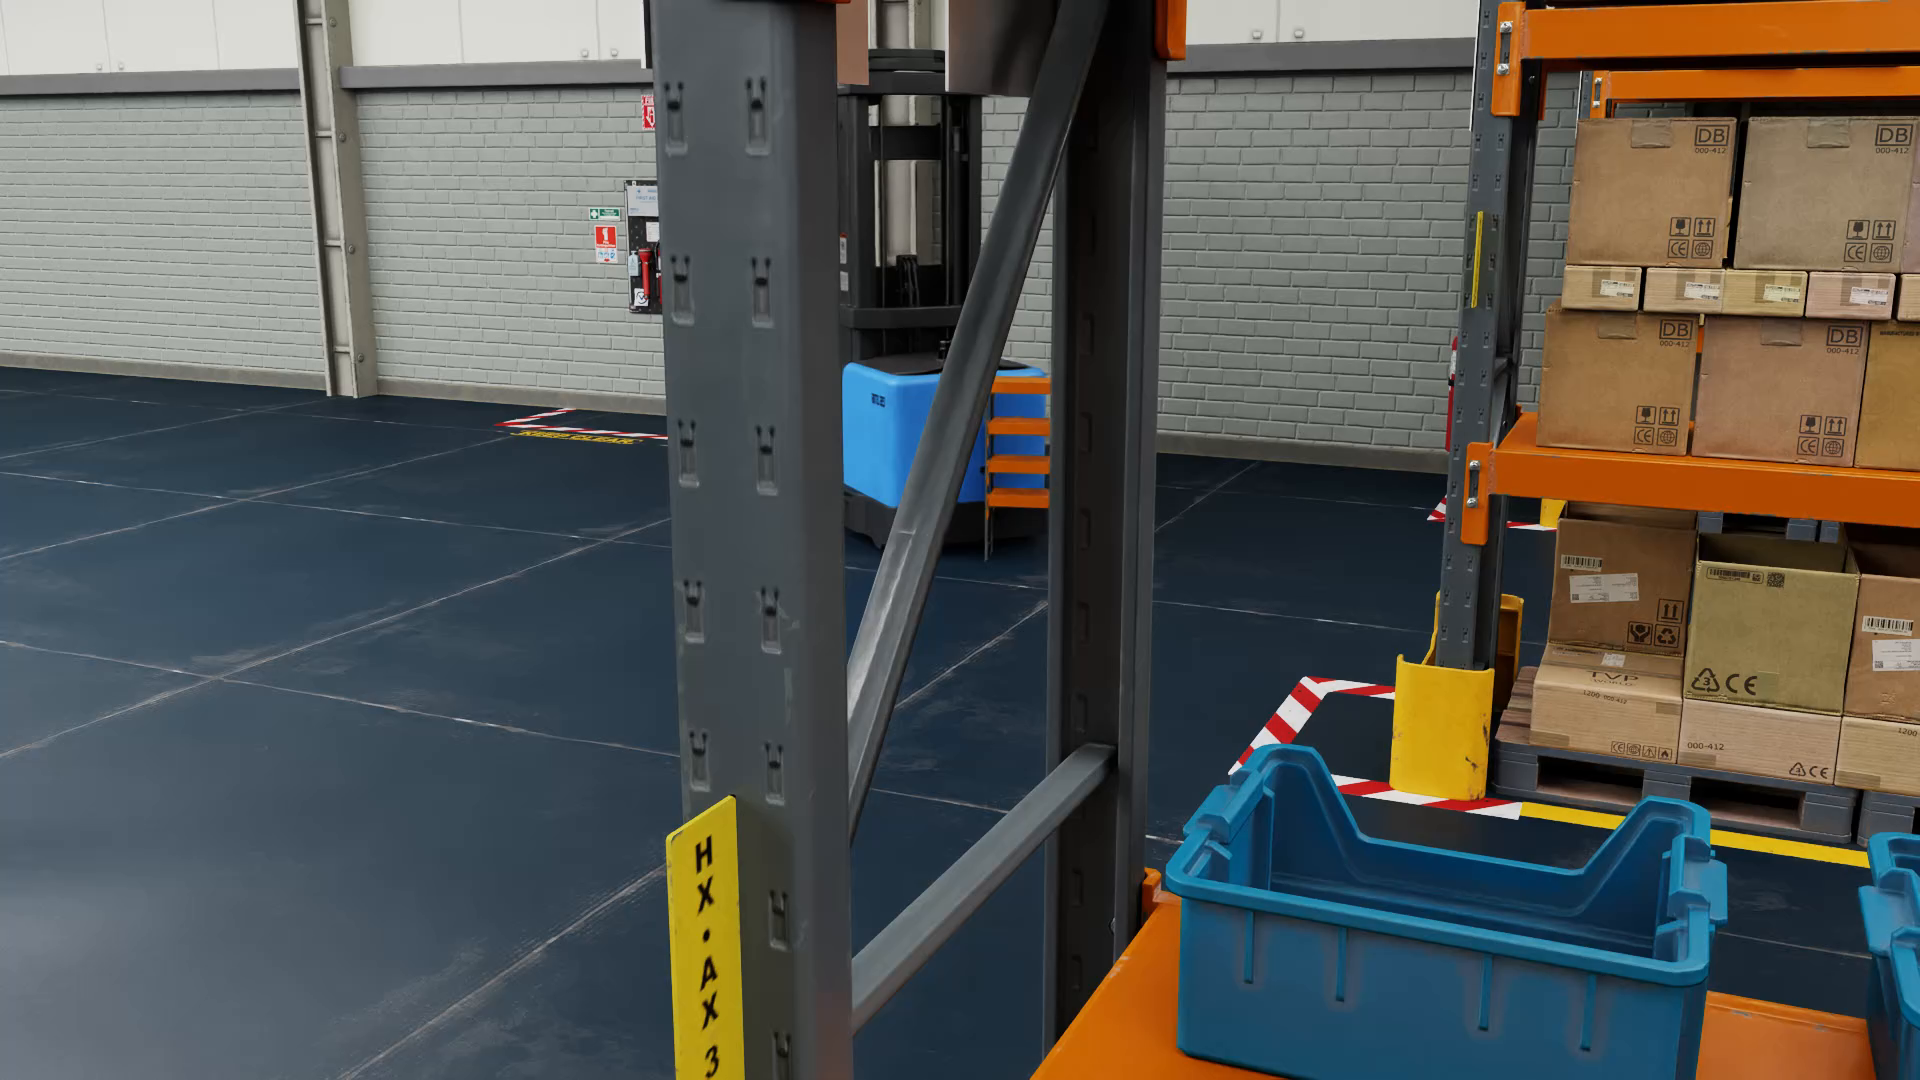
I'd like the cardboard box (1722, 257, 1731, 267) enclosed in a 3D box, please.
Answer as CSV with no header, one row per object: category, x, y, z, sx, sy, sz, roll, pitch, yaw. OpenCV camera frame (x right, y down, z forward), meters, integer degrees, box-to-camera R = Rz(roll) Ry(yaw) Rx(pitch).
cardboard box,2.921,-0.947,6.085,0.250,0.149,0.380,6,14,22

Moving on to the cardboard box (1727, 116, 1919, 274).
cardboard box,2.974,-1.207,5.776,0.500,0.500,0.700,5,14,22

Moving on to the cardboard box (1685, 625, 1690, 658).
cardboard box,3.093,0.540,6.485,0.500,0.250,0.500,6,14,23

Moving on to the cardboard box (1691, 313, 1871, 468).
cardboard box,2.924,-0.581,5.944,0.500,0.500,0.700,6,15,25

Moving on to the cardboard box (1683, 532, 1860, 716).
cardboard box,2.879,0.286,5.930,0.500,0.500,0.500,6,14,23

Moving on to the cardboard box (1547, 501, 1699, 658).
cardboard box,2.631,0.131,6.588,0.500,0.500,0.500,6,14,23

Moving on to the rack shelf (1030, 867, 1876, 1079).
rack shelf,1.839,0.944,1.240,4.000,0.370,1.077,6,14,23

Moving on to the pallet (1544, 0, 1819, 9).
pallet,2.656,-1.972,5.720,1.213,0.211,1.003,6,14,23

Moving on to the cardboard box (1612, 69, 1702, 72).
cardboard box,4.228,-3.096,10.054,0.500,0.500,0.500,6,15,25

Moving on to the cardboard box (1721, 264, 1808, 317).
cardboard box,2.762,-0.861,5.721,0.250,0.149,0.380,6,14,23

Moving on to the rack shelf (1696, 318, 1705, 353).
rack shelf,5.852,-1.125,10.059,4.000,0.370,1.077,6,14,23

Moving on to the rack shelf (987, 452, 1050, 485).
rack shelf,0.412,-0.408,9.660,0.480,0.148,0.258,2,13,9

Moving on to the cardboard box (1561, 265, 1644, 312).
cardboard box,2.292,-0.909,5.922,0.250,0.149,0.380,6,14,23

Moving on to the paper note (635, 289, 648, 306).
paper note,-2.850,-2.170,14.865,0.142,0.148,0.016,6,14,23

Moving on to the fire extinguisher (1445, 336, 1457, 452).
fire extinguisher,2.101,-0.696,6.823,0.183,0.674,0.296,6,14,23

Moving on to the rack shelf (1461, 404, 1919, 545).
rack shelf,3.849,-0.090,5.648,4.000,0.370,1.077,6,14,23

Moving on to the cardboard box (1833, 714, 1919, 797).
cardboard box,3.336,0.697,5.819,0.500,0.250,0.500,6,14,23

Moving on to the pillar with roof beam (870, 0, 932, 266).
pillar with roof beam,-2.216,-4.353,9.108,0.400,9.000,9.100,6,14,23

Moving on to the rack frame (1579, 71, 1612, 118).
rack frame,4.024,-1.660,10.765,0.127,3.000,1.000,6,14,23

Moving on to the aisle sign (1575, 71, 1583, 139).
aisle sign,3.836,-2.870,10.229,0.004,0.787,0.394,6,14,23

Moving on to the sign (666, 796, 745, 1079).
sign,-0.216,0.389,1.427,0.005,0.325,0.100,6,14,23

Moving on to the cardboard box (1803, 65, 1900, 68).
cardboard box,5.181,-2.992,9.609,0.500,0.500,0.500,7,15,26

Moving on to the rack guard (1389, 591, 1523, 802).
rack guard,1.999,0.589,6.649,0.348,0.500,1.175,6,14,23

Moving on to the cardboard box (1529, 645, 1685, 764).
cardboard box,2.421,0.605,6.211,0.500,0.250,0.500,6,14,23

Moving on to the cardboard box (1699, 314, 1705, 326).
cardboard box,4.341,-1.486,10.305,0.500,0.250,0.500,5,14,22

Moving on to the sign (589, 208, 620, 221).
sign,-3.179,-2.914,14.869,0.331,0.109,0.001,6,14,23

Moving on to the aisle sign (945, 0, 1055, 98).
aisle sign,0.065,-0.926,1.942,0.004,0.787,0.394,6,14,23

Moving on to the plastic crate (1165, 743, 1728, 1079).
plastic crate,0.590,0.465,2.032,0.616,0.251,0.499,6,14,23

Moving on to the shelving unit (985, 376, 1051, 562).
shelving unit,0.412,-0.473,9.644,0.503,1.200,0.258,2,13,9

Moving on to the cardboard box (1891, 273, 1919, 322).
cardboard box,3.237,-0.813,5.517,0.250,0.149,0.380,5,14,21

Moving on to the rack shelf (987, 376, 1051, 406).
rack shelf,0.412,-0.856,9.555,0.480,0.148,0.258,2,13,9

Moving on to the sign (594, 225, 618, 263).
sign,-3.180,-2.658,14.939,0.234,0.329,0.001,6,14,23

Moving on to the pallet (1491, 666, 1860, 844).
pallet,2.737,0.794,6.408,1.213,0.211,1.003,6,14,23

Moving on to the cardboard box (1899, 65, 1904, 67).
cardboard box,5.434,-3.103,10.083,0.500,0.500,0.500,5,14,21

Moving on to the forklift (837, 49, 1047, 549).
forklift,-0.529,-1.664,10.930,1.130,2.935,3.031,-6,14,-23

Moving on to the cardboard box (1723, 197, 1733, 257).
cardboard box,4.786,-1.807,10.035,0.500,0.500,0.500,6,14,23
